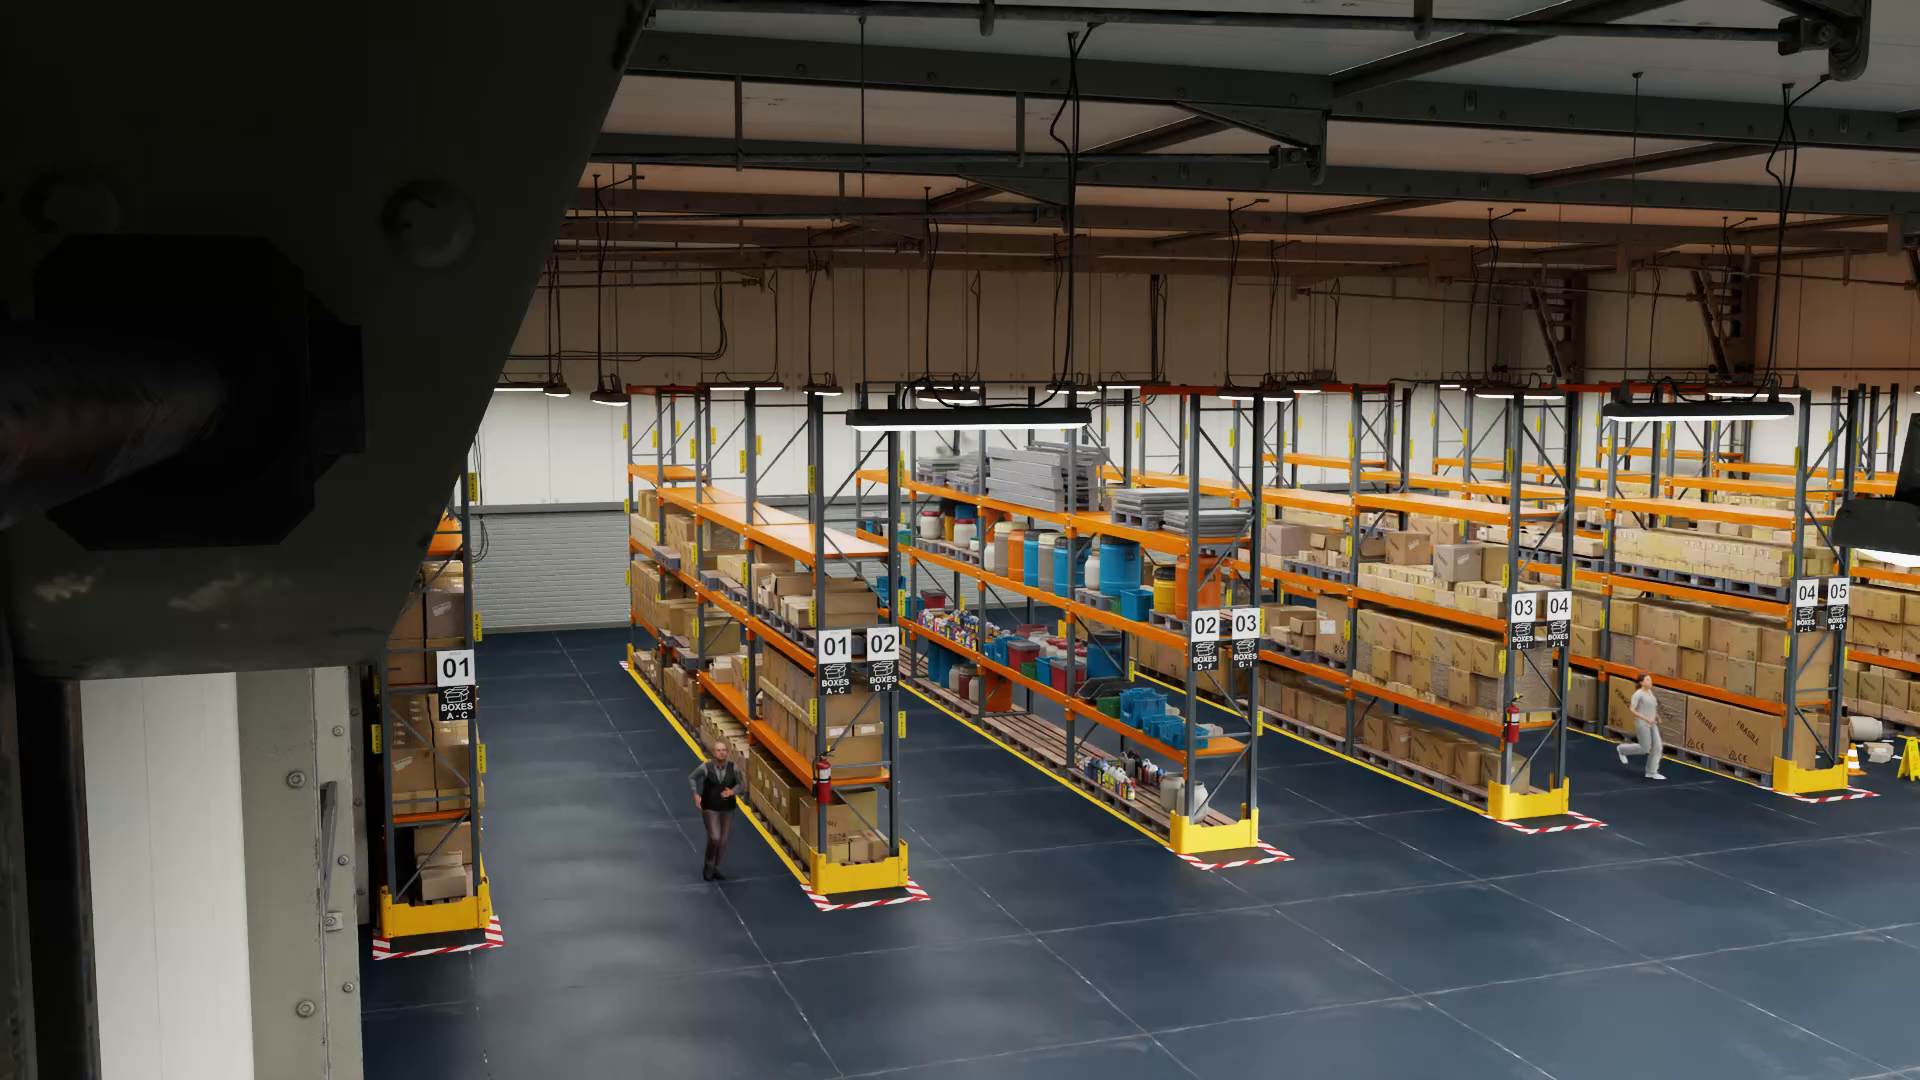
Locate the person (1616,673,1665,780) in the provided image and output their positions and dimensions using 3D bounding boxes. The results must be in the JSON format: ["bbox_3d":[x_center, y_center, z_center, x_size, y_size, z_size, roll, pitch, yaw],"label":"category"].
[{"bbox_3d":[10.628,2.868,25.823,0.581,1.623,0.806,-4,7,-33],"label":"person"}]

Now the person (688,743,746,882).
[{"bbox_3d":[-2.976,3.365,20.629,0.659,1.694,0.647,-3,6,-25],"label":"person"}]
